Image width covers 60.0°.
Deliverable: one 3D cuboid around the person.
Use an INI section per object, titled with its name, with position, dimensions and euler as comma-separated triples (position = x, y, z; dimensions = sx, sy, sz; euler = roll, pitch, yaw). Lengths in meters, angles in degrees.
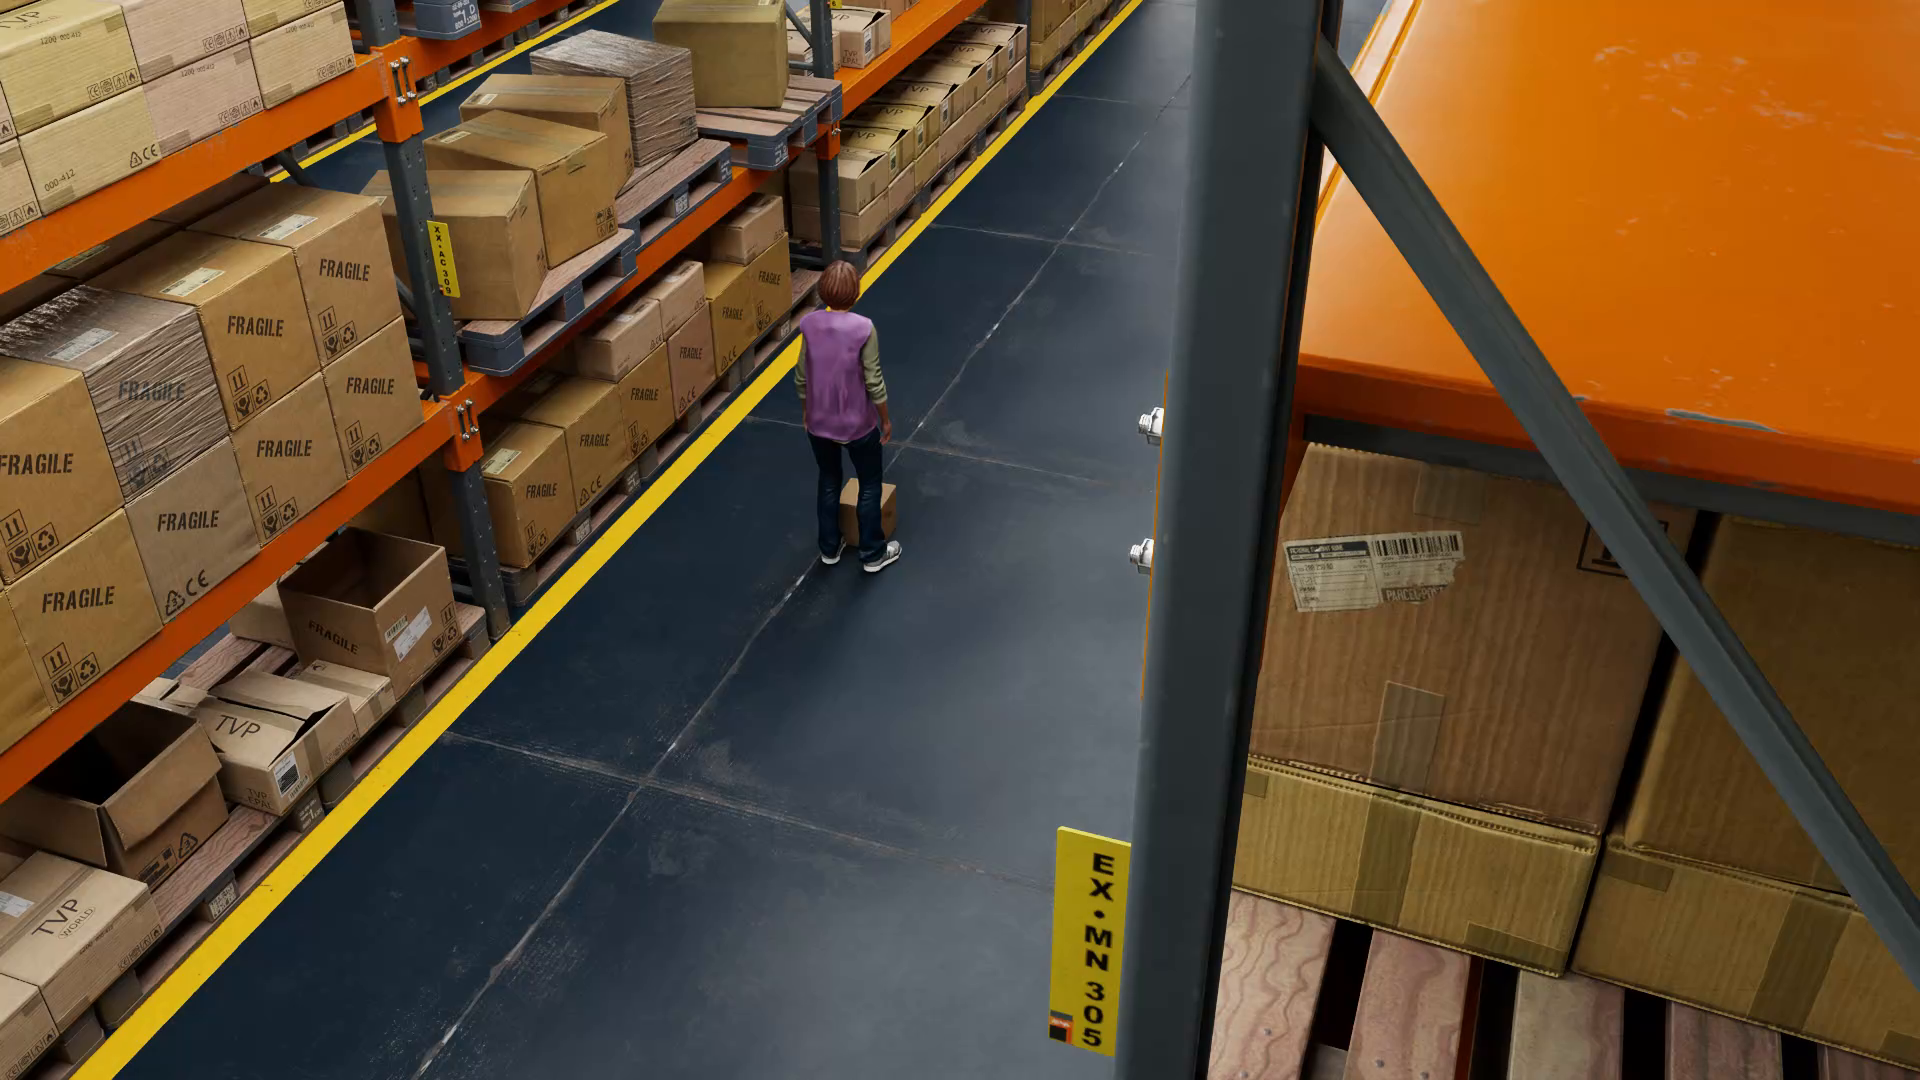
[person]
position = -0.555, -0.568, 8.002
dimensions = 0.463, 1.593, 0.345
euler = 11, 35, 16
